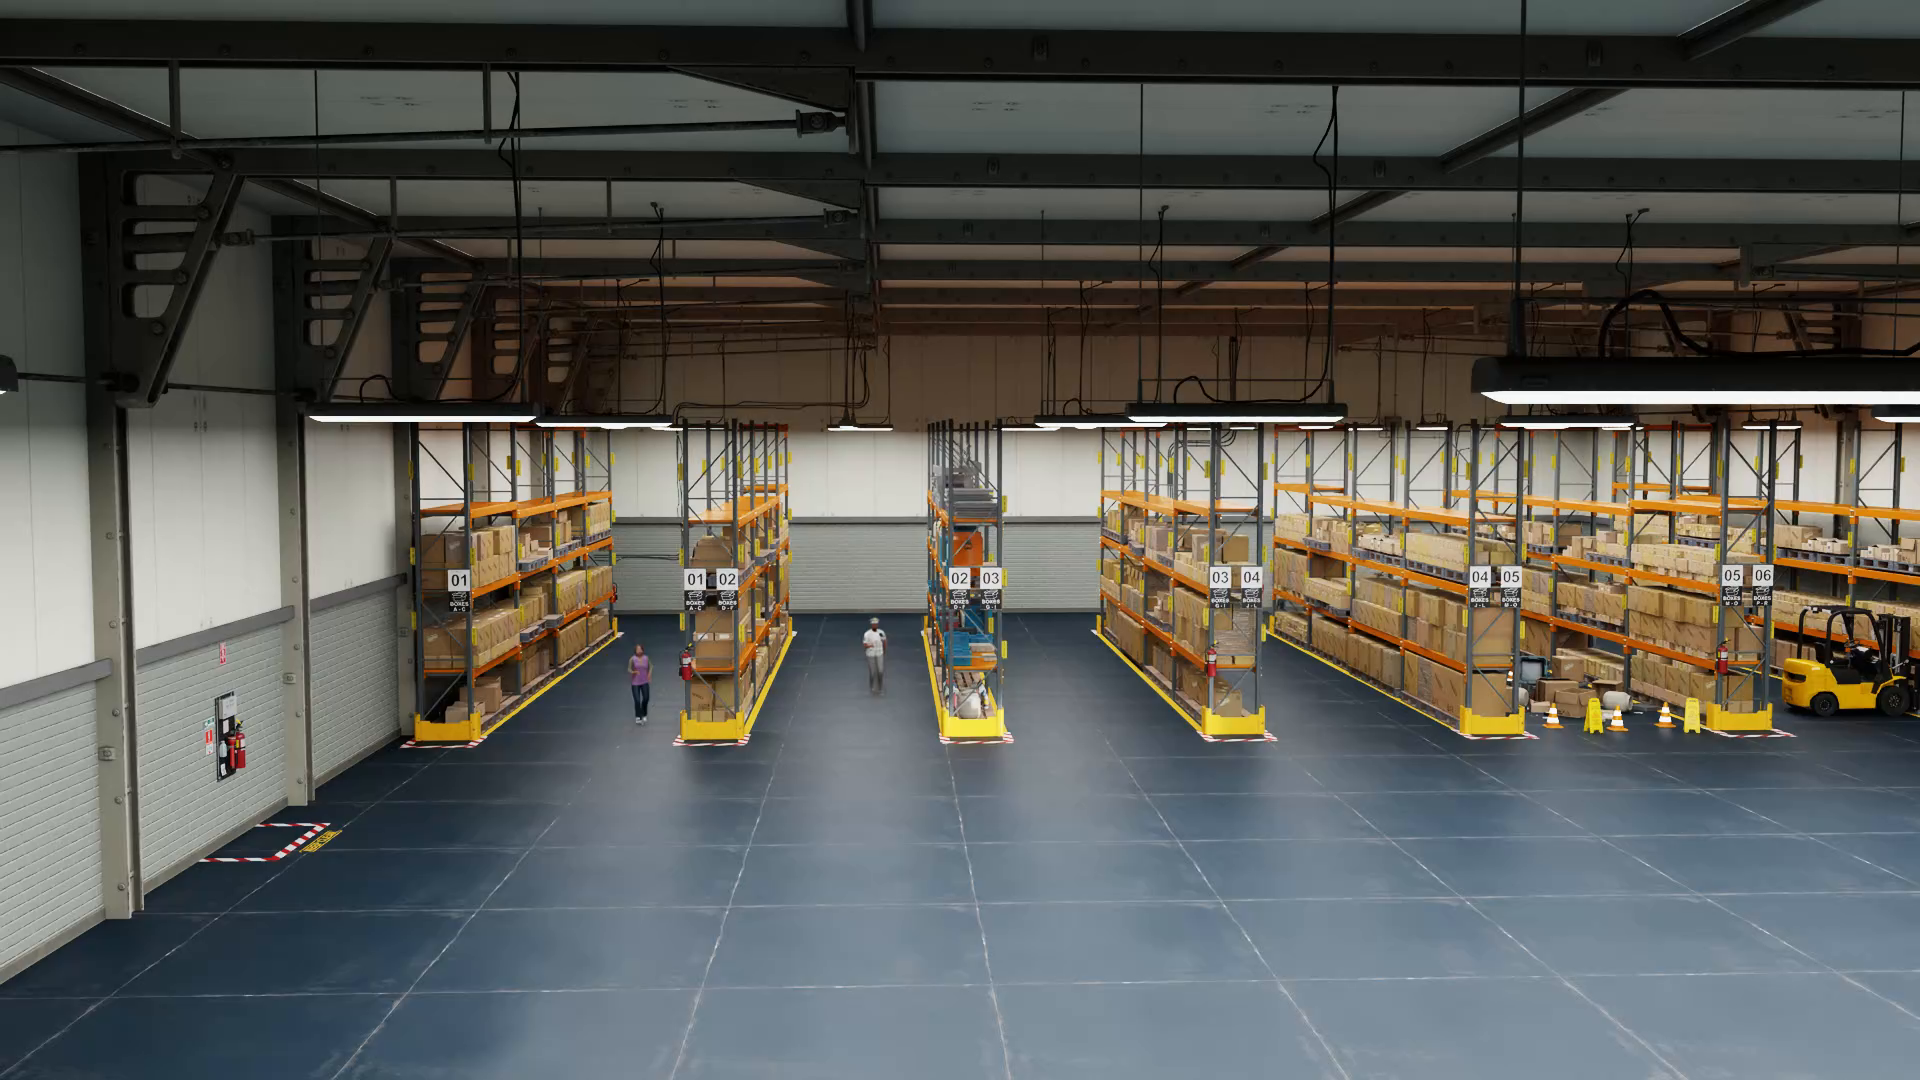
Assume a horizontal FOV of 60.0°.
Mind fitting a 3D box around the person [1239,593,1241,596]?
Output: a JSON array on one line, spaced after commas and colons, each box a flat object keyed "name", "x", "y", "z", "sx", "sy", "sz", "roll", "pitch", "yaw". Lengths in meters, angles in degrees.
[{"name": "person", "x": 8.315, "y": 1.814, "z": 48.299, "sx": 0.767, "sy": 1.773, "sz": 0.720, "roll": -3, "pitch": 5, "yaw": -42}]

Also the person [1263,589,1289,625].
[{"name": "person", "x": 9.388, "y": 1.692, "z": 49.148, "sx": 0.947, "sy": 1.703, "sz": 0.750, "roll": 2, "pitch": 4, "yaw": 29}]

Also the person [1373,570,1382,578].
[{"name": "person", "x": 12.367, "y": 1.709, "z": 49.303, "sx": 0.605, "sy": 1.740, "sz": 0.687, "roll": 0, "pitch": 4, "yaw": -3}]

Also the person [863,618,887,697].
[{"name": "person", "x": -1.851, "y": 2.564, "z": 36.321, "sx": 0.554, "sy": 1.751, "sz": 0.746, "roll": -1, "pitch": 4, "yaw": -9}]

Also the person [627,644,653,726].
[{"name": "person", "x": -6.253, "y": 2.842, "z": 32.568, "sx": 0.515, "sy": 1.604, "sz": 0.625, "roll": -1, "pitch": 4, "yaw": -17}]
